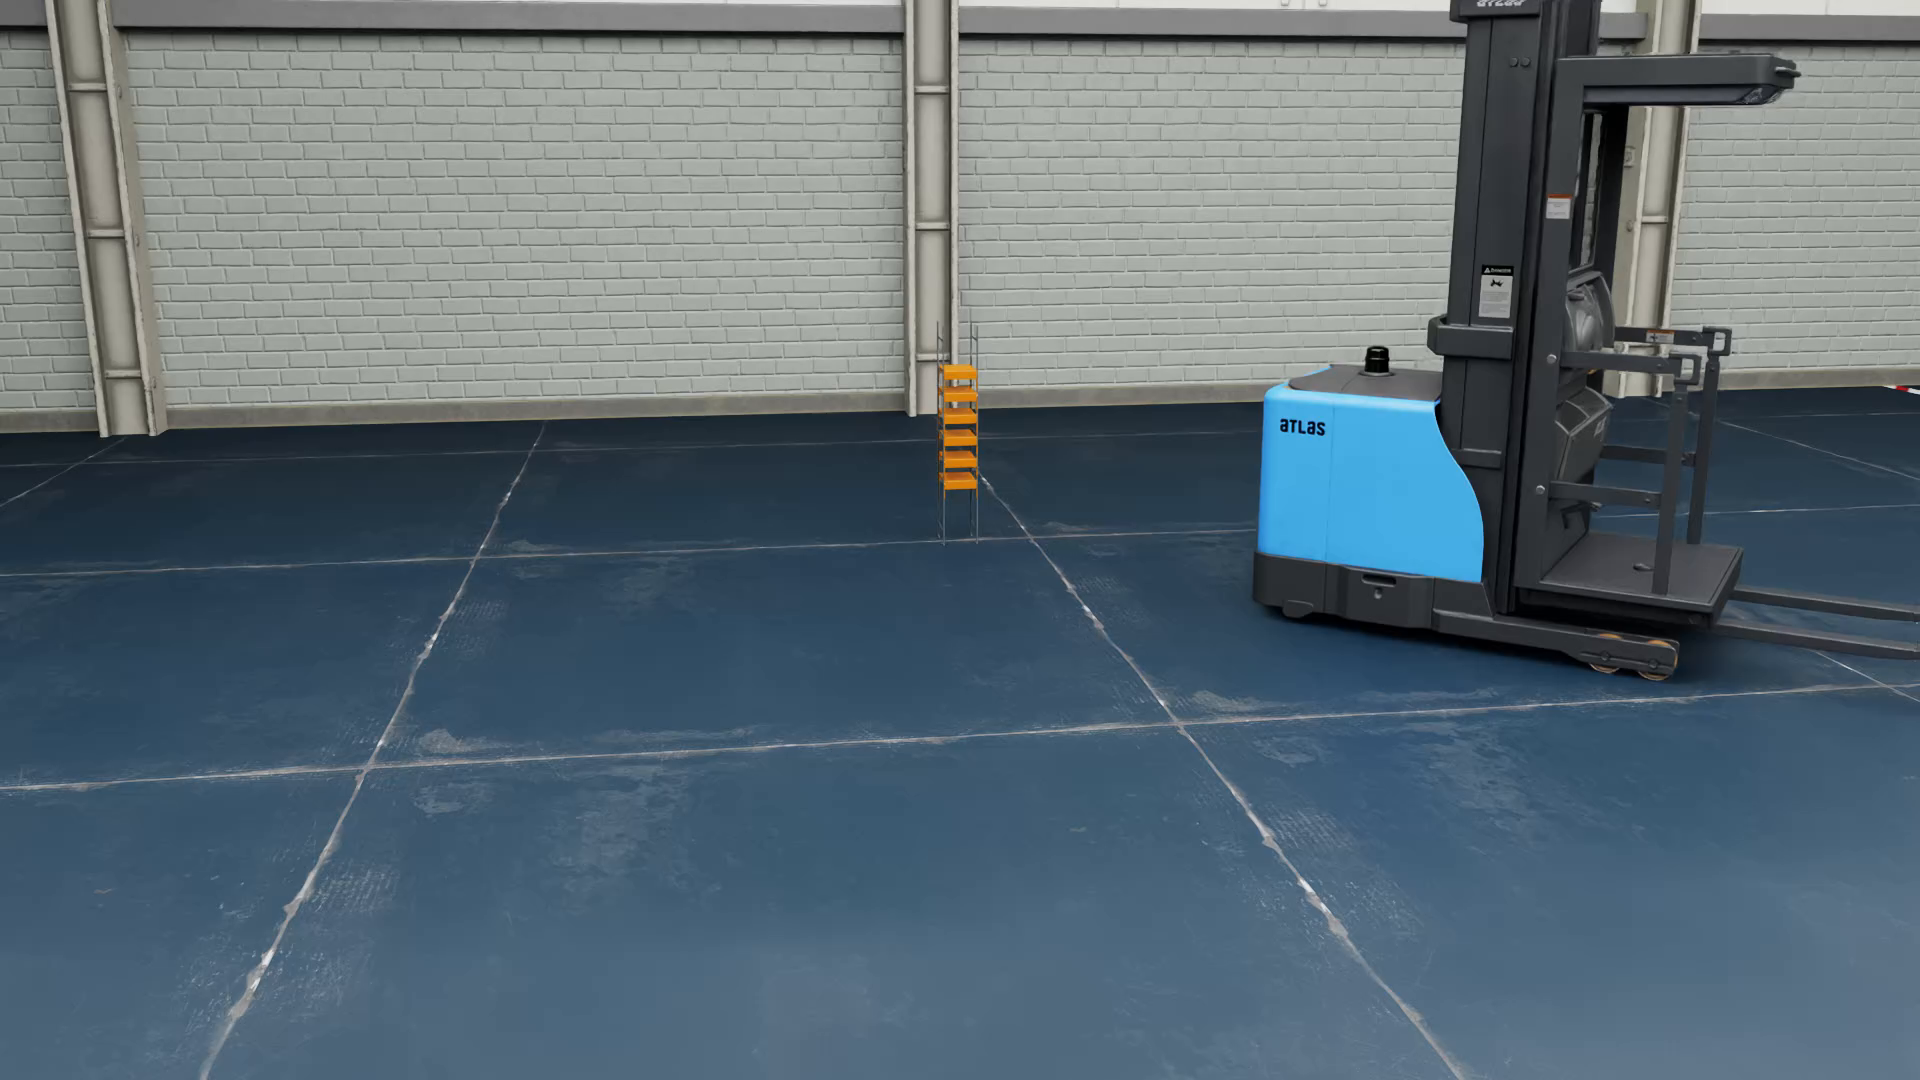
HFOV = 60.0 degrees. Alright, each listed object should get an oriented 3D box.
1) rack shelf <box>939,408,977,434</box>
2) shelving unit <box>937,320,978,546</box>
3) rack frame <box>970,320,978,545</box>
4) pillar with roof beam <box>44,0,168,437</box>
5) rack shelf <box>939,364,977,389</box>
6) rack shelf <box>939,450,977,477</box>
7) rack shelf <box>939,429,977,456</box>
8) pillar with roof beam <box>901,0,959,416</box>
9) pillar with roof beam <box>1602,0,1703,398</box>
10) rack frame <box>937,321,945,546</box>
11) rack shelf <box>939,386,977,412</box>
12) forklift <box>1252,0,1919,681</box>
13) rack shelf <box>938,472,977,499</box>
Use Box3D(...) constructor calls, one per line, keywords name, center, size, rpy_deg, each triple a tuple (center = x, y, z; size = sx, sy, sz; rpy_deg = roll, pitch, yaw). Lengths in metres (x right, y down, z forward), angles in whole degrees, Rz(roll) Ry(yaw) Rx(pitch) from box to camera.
Box3D(name="rack shelf", center=(-0.014, -0.655, 9.055), size=(0.180, 0.103, 0.258), rpy_deg=(-2, 14, -8))
Box3D(name="shelving unit", center=(-0.014, -0.581, 9.074), size=(0.189, 1.200, 0.258), rpy_deg=(-2, 14, -8))
Box3D(name="rack frame", center=(0.076, -0.585, 9.087), size=(0.006, 1.200, 0.240), rpy_deg=(-2, 14, -8))
Box3D(name="pillar with roof beam", center=(-5.520, -4.131, 7.194), size=(0.400, 9.000, 9.100), rpy_deg=(-2, 14, -8))
Box3D(name="rack shelf", center=(-0.014, -0.888, 8.997), size=(0.180, 0.103, 0.258), rpy_deg=(-2, 14, -8))
Box3D(name="rack shelf", center=(-0.014, -0.422, 9.114), size=(0.180, 0.103, 0.258), rpy_deg=(-2, 14, -8))
Box3D(name="rack shelf", center=(-0.014, -0.538, 9.085), size=(0.180, 0.103, 0.258), rpy_deg=(-2, 14, -8))
Box3D(name="pillar with roof beam", center=(0.413, -4.348, 8.061), size=(0.400, 9.000, 9.100), rpy_deg=(-2, 14, -8))
Box3D(name="pillar with roof beam", center=(6.346, -4.566, 8.928), size=(0.400, 9.000, 9.100), rpy_deg=(-2, 14, -8))
Box3D(name="rack frame", center=(-0.105, -0.578, 9.061), size=(0.006, 1.200, 0.240), rpy_deg=(-2, 14, -8))
Box3D(name="rack shelf", center=(-0.014, -0.771, 9.026), size=(0.180, 0.103, 0.258), rpy_deg=(-2, 14, -8))
Box3D(name="forklift", center=(2.905, -0.985, 7.126), size=(3.031, 2.935, 1.130), rpy_deg=(8, 16, 30))
Box3D(name="rack shelf", center=(-0.014, -0.306, 9.143), size=(0.180, 0.103, 0.258), rpy_deg=(-2, 14, -8))
